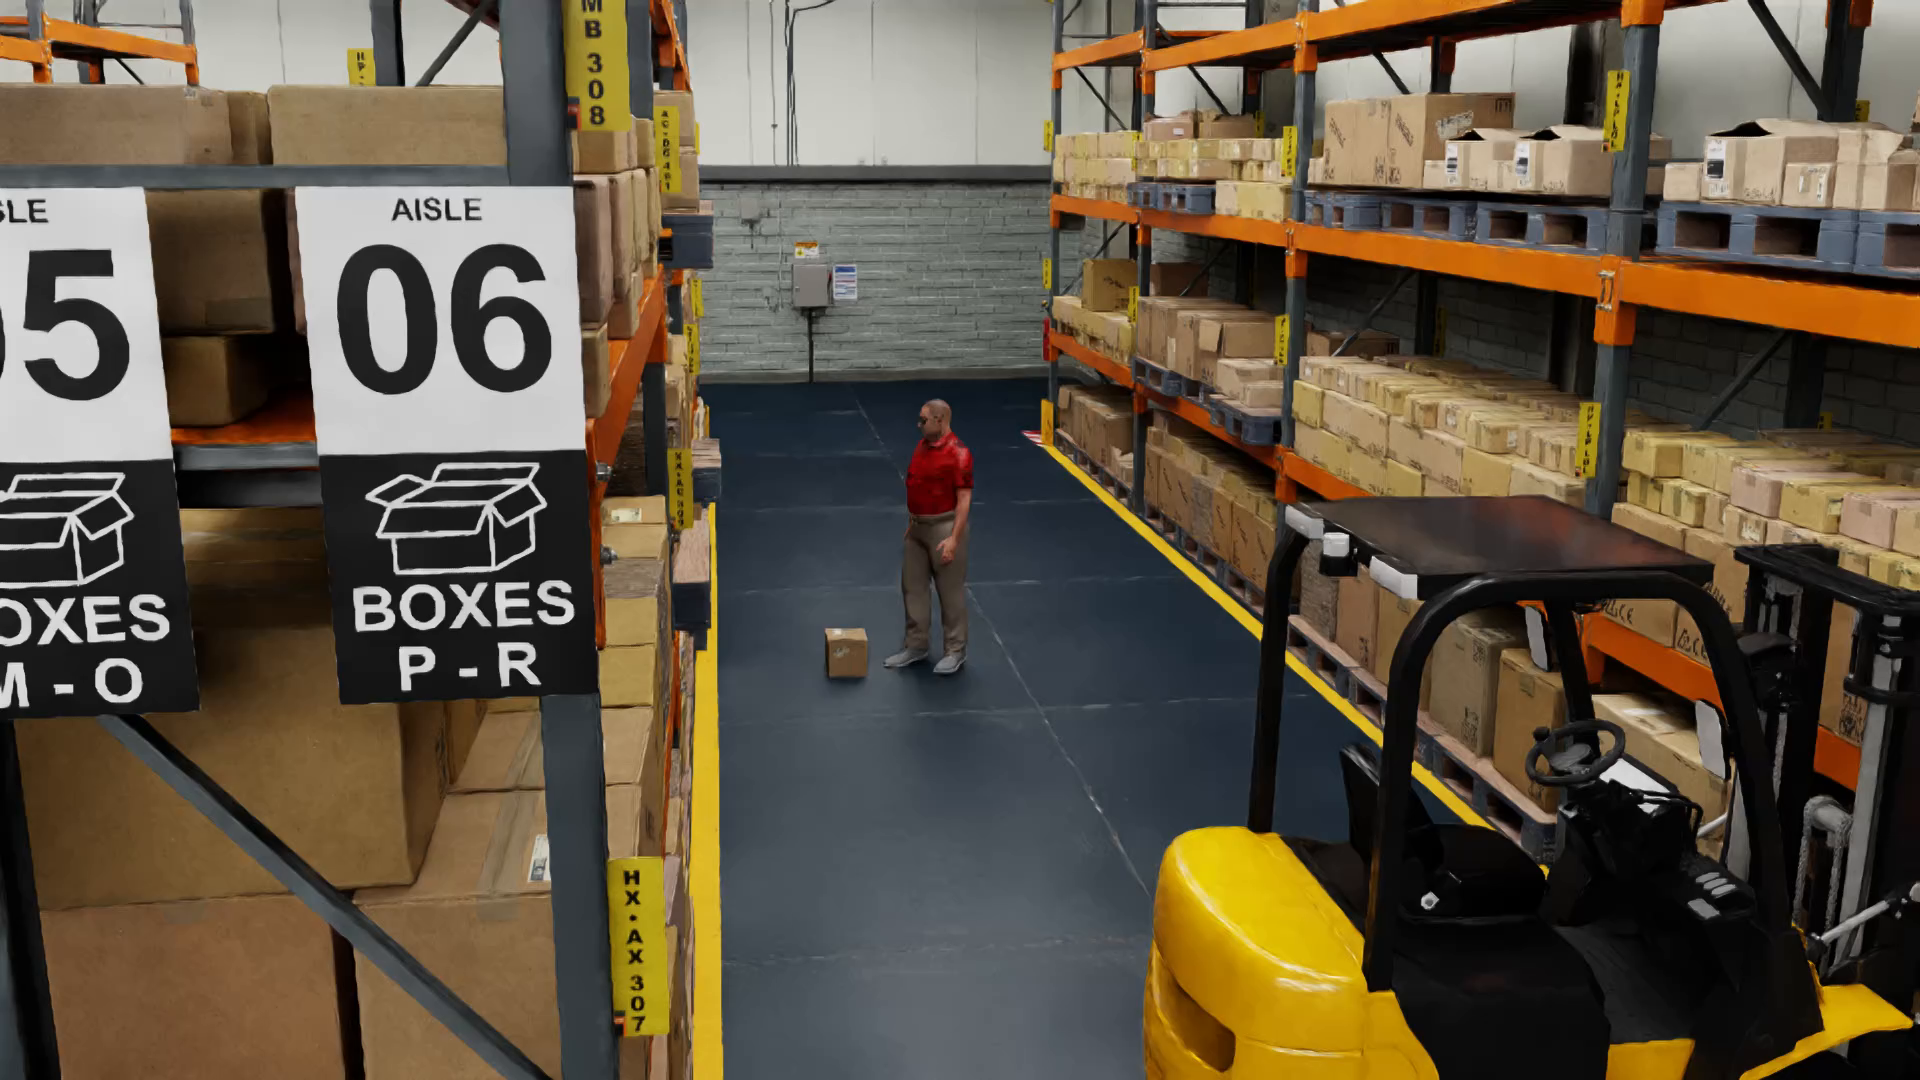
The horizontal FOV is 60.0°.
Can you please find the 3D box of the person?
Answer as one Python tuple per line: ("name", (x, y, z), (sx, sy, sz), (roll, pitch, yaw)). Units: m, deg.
("person", (-0.186, -0.022, 10.581), (0.466, 1.754, 0.568), (-11, 17, -39))
